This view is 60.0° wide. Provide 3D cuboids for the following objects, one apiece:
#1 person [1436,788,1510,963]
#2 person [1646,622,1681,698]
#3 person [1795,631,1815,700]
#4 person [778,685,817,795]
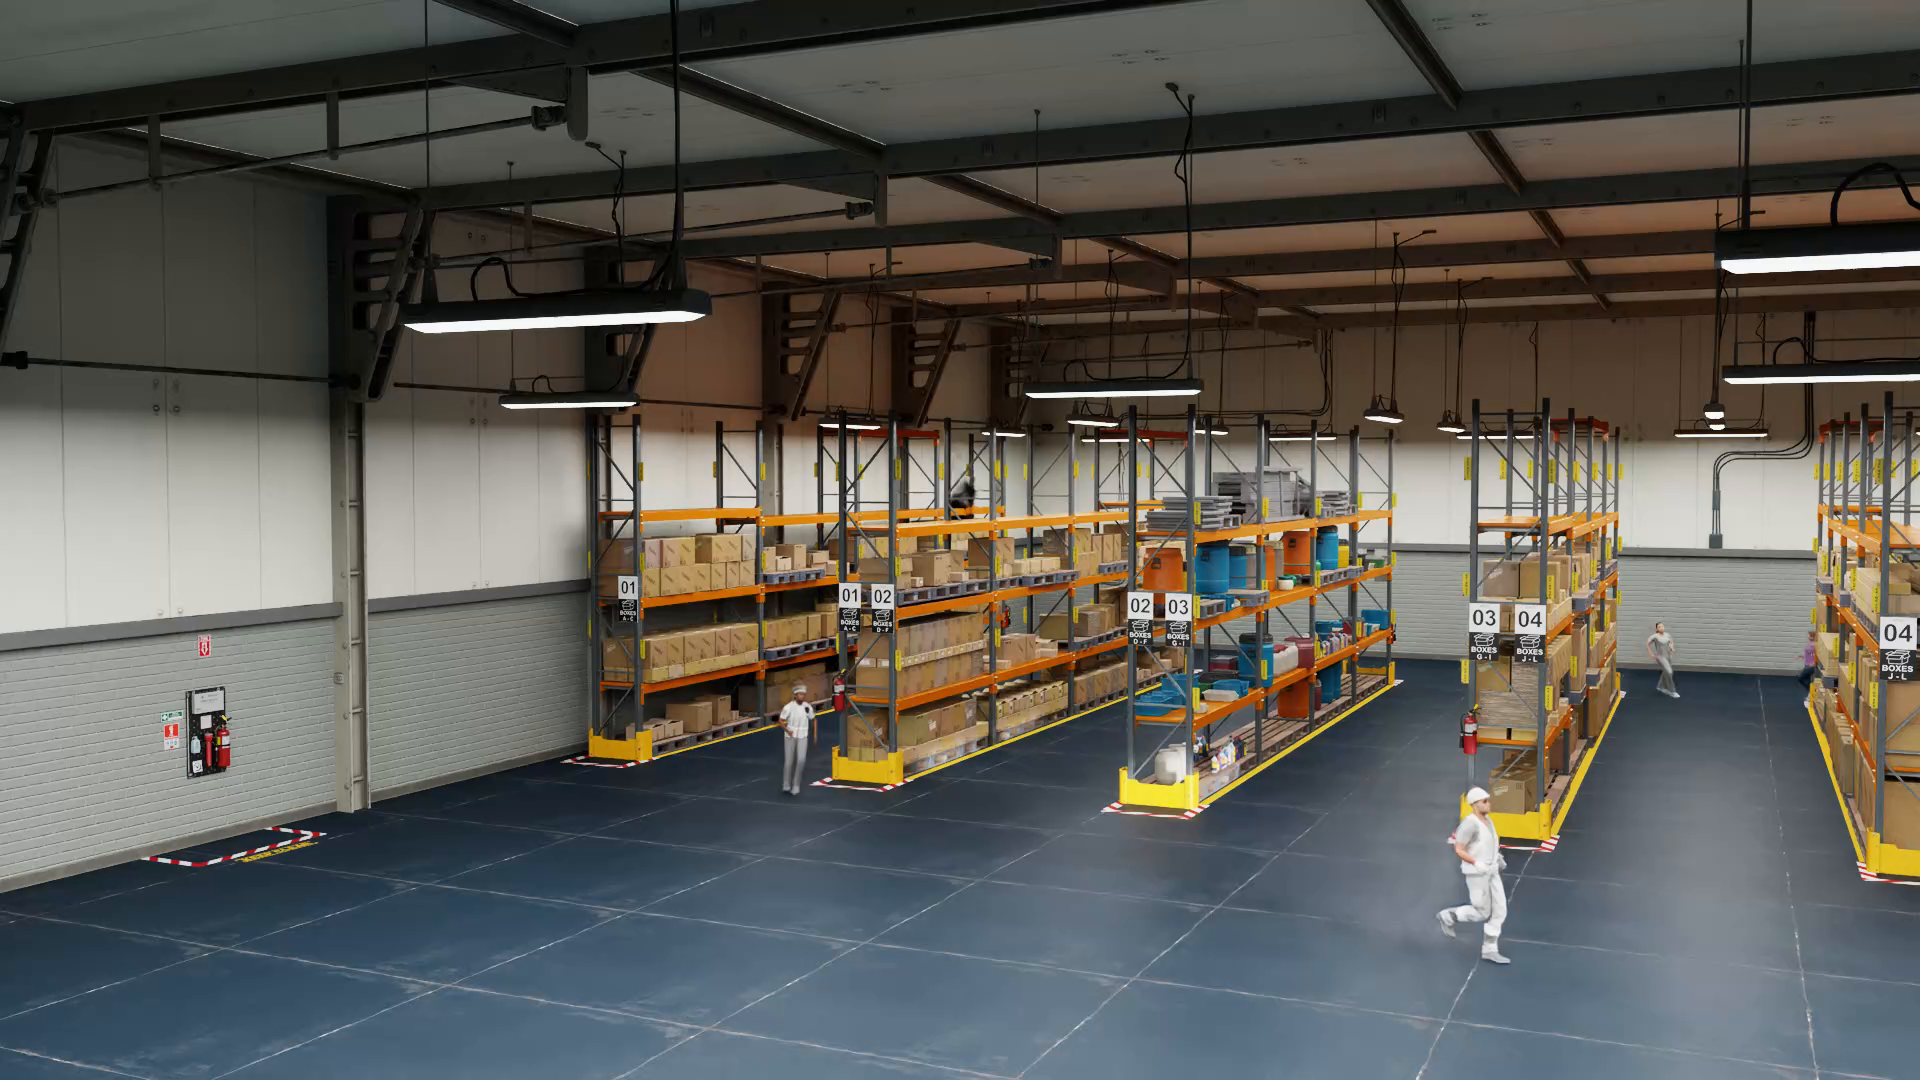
[{"bbox_3d":[5.318,3.423,17.122,0.657,1.759,0.785,-2,3,-44],"label":"person"},{"bbox_3d":[15.649,2.656,37.021,0.615,1.661,0.798,-1,2,-15],"label":"person"},{"bbox_3d":[18.505,2.740,36.248,0.523,1.537,0.582,0,2,12],"label":"person"},{"bbox_3d":[-2.525,3.123,25.984,0.625,1.696,0.606,0,2,-11],"label":"person"}]
